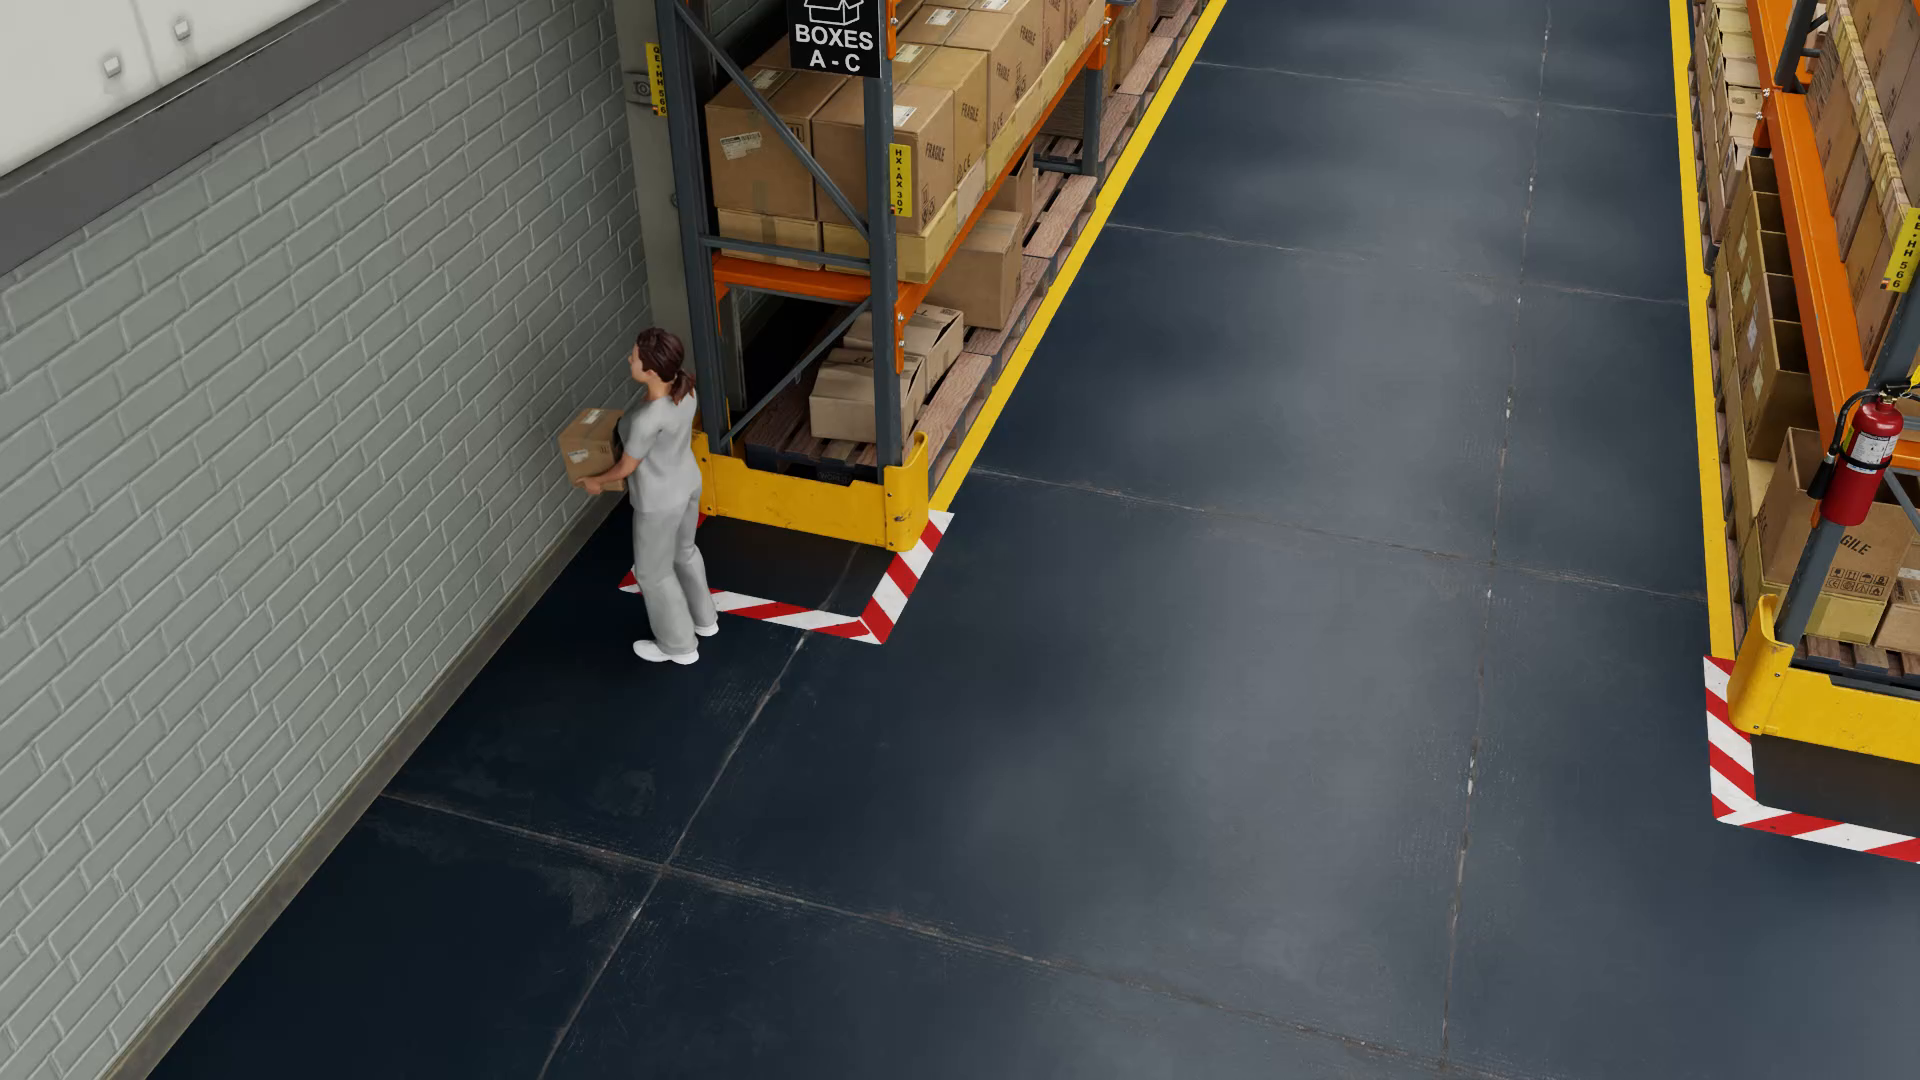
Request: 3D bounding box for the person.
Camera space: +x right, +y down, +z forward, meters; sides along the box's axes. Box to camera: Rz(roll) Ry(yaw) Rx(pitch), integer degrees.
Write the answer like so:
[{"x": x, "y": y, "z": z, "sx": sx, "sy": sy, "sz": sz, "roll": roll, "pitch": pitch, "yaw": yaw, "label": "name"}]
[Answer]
[{"x": -1.333, "y": -0.199, "z": 7.165, "sx": 0.560, "sy": 1.663, "sz": 0.436, "roll": 11, "pitch": 39, "yaw": 15, "label": "person"}]
